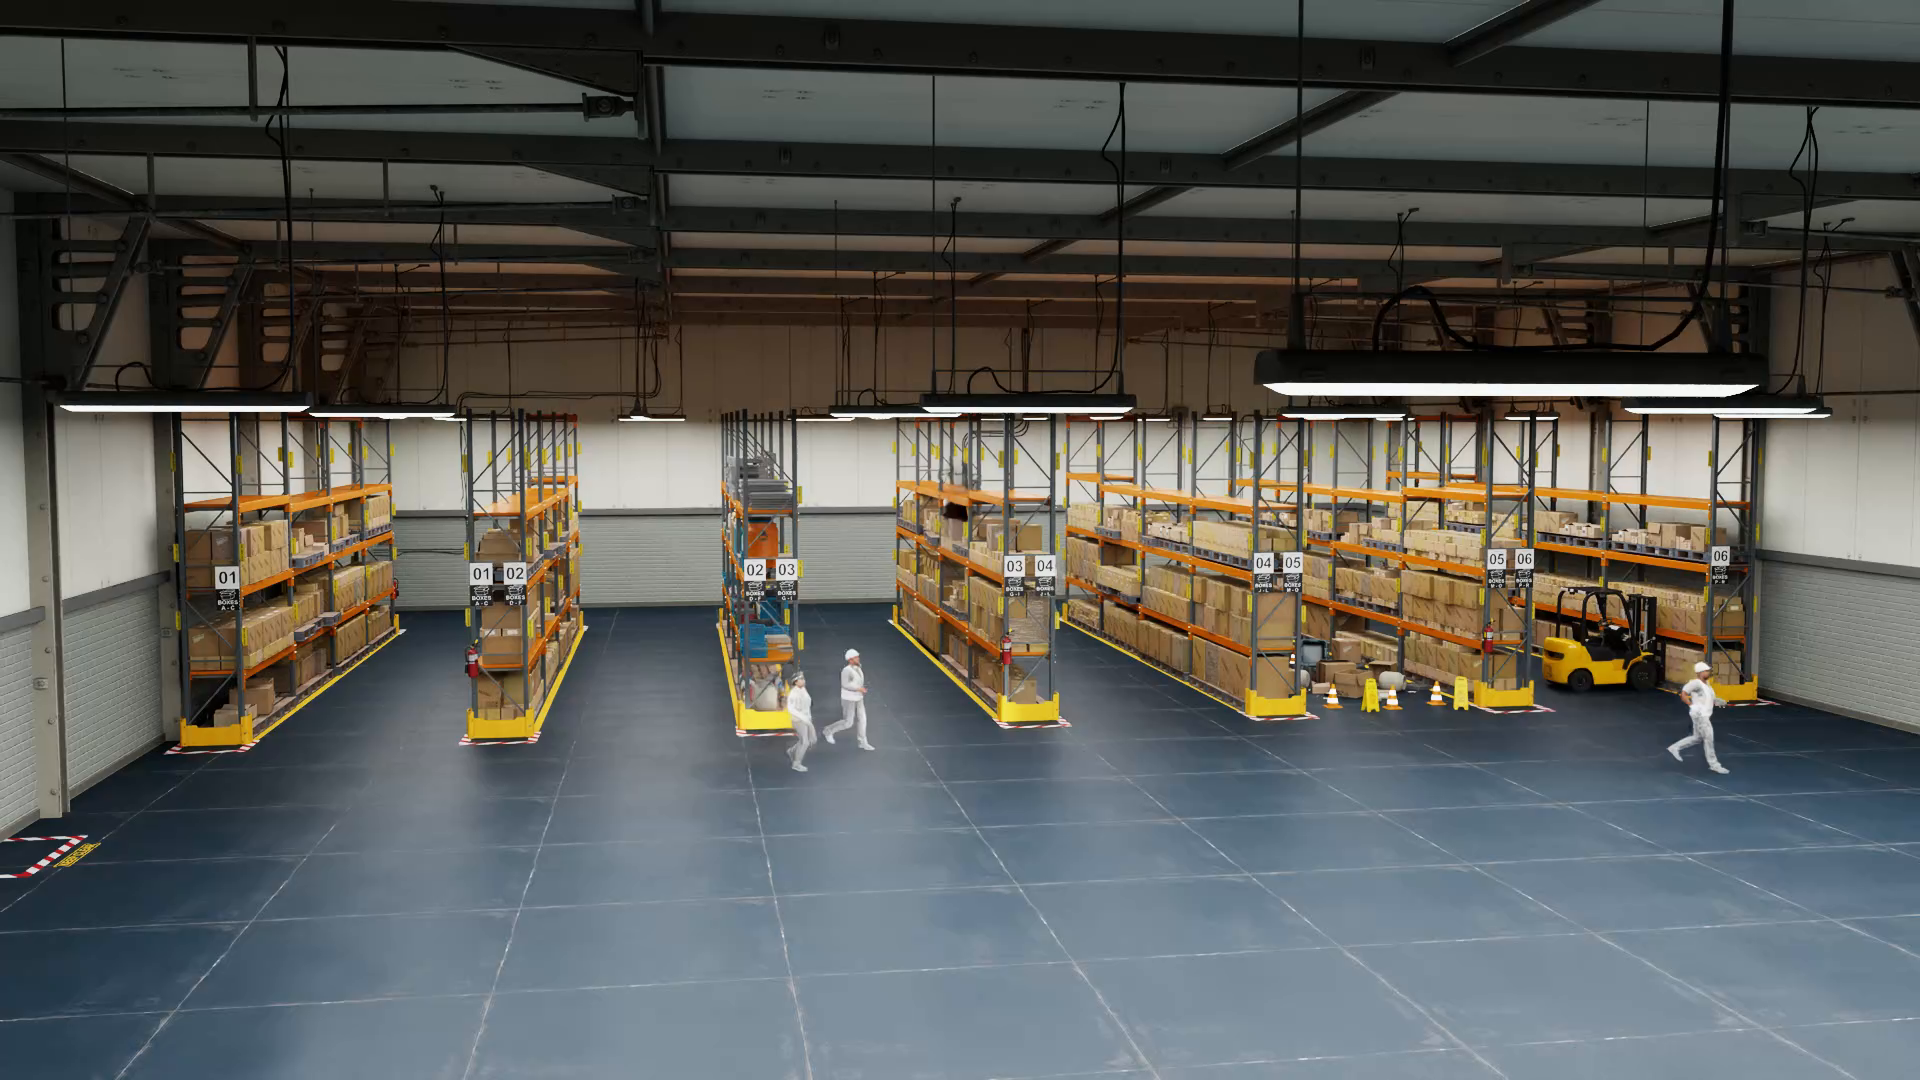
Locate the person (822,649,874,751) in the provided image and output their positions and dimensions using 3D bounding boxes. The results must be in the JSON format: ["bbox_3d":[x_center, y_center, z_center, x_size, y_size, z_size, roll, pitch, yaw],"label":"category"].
[{"bbox_3d":[-1.937,2.806,29.281,0.918,1.780,0.670,2,4,21],"label":"person"}]

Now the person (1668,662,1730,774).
[{"bbox_3d":[12.208,2.909,27.445,0.987,1.791,0.682,3,5,36],"label":"person"}]

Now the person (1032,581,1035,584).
[{"bbox_3d":[2.281,1.640,45.912,0.711,1.776,0.979,-1,4,-7],"label":"person"}]

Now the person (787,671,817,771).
[{"bbox_3d":[-2.638,2.984,27.495,0.497,1.664,0.623,2,4,21],"label":"person"}]
